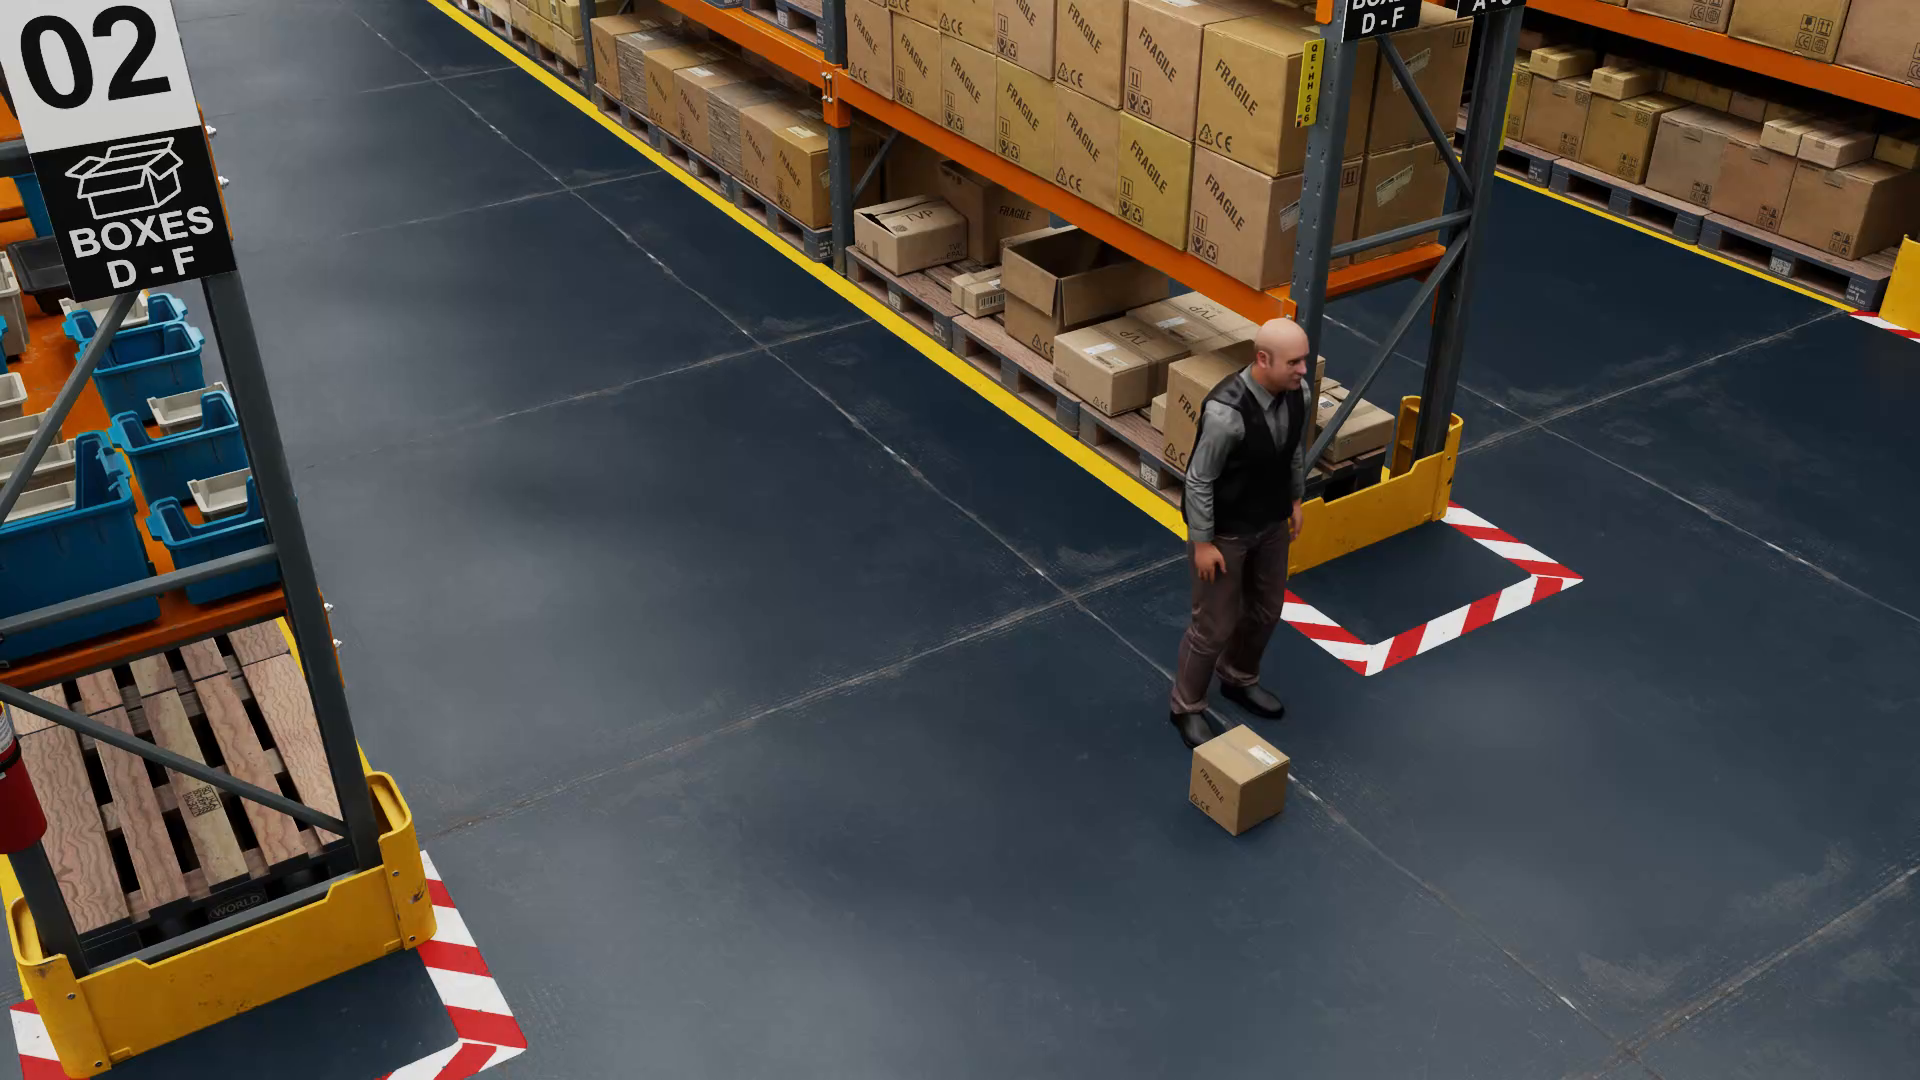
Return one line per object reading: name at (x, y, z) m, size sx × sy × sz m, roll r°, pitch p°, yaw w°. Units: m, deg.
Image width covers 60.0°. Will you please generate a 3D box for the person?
person at (1.055, -0.056, 6.247) m, size 0.595 × 1.721 × 0.418 m, roll -23°, pitch 39°, yaw -32°
